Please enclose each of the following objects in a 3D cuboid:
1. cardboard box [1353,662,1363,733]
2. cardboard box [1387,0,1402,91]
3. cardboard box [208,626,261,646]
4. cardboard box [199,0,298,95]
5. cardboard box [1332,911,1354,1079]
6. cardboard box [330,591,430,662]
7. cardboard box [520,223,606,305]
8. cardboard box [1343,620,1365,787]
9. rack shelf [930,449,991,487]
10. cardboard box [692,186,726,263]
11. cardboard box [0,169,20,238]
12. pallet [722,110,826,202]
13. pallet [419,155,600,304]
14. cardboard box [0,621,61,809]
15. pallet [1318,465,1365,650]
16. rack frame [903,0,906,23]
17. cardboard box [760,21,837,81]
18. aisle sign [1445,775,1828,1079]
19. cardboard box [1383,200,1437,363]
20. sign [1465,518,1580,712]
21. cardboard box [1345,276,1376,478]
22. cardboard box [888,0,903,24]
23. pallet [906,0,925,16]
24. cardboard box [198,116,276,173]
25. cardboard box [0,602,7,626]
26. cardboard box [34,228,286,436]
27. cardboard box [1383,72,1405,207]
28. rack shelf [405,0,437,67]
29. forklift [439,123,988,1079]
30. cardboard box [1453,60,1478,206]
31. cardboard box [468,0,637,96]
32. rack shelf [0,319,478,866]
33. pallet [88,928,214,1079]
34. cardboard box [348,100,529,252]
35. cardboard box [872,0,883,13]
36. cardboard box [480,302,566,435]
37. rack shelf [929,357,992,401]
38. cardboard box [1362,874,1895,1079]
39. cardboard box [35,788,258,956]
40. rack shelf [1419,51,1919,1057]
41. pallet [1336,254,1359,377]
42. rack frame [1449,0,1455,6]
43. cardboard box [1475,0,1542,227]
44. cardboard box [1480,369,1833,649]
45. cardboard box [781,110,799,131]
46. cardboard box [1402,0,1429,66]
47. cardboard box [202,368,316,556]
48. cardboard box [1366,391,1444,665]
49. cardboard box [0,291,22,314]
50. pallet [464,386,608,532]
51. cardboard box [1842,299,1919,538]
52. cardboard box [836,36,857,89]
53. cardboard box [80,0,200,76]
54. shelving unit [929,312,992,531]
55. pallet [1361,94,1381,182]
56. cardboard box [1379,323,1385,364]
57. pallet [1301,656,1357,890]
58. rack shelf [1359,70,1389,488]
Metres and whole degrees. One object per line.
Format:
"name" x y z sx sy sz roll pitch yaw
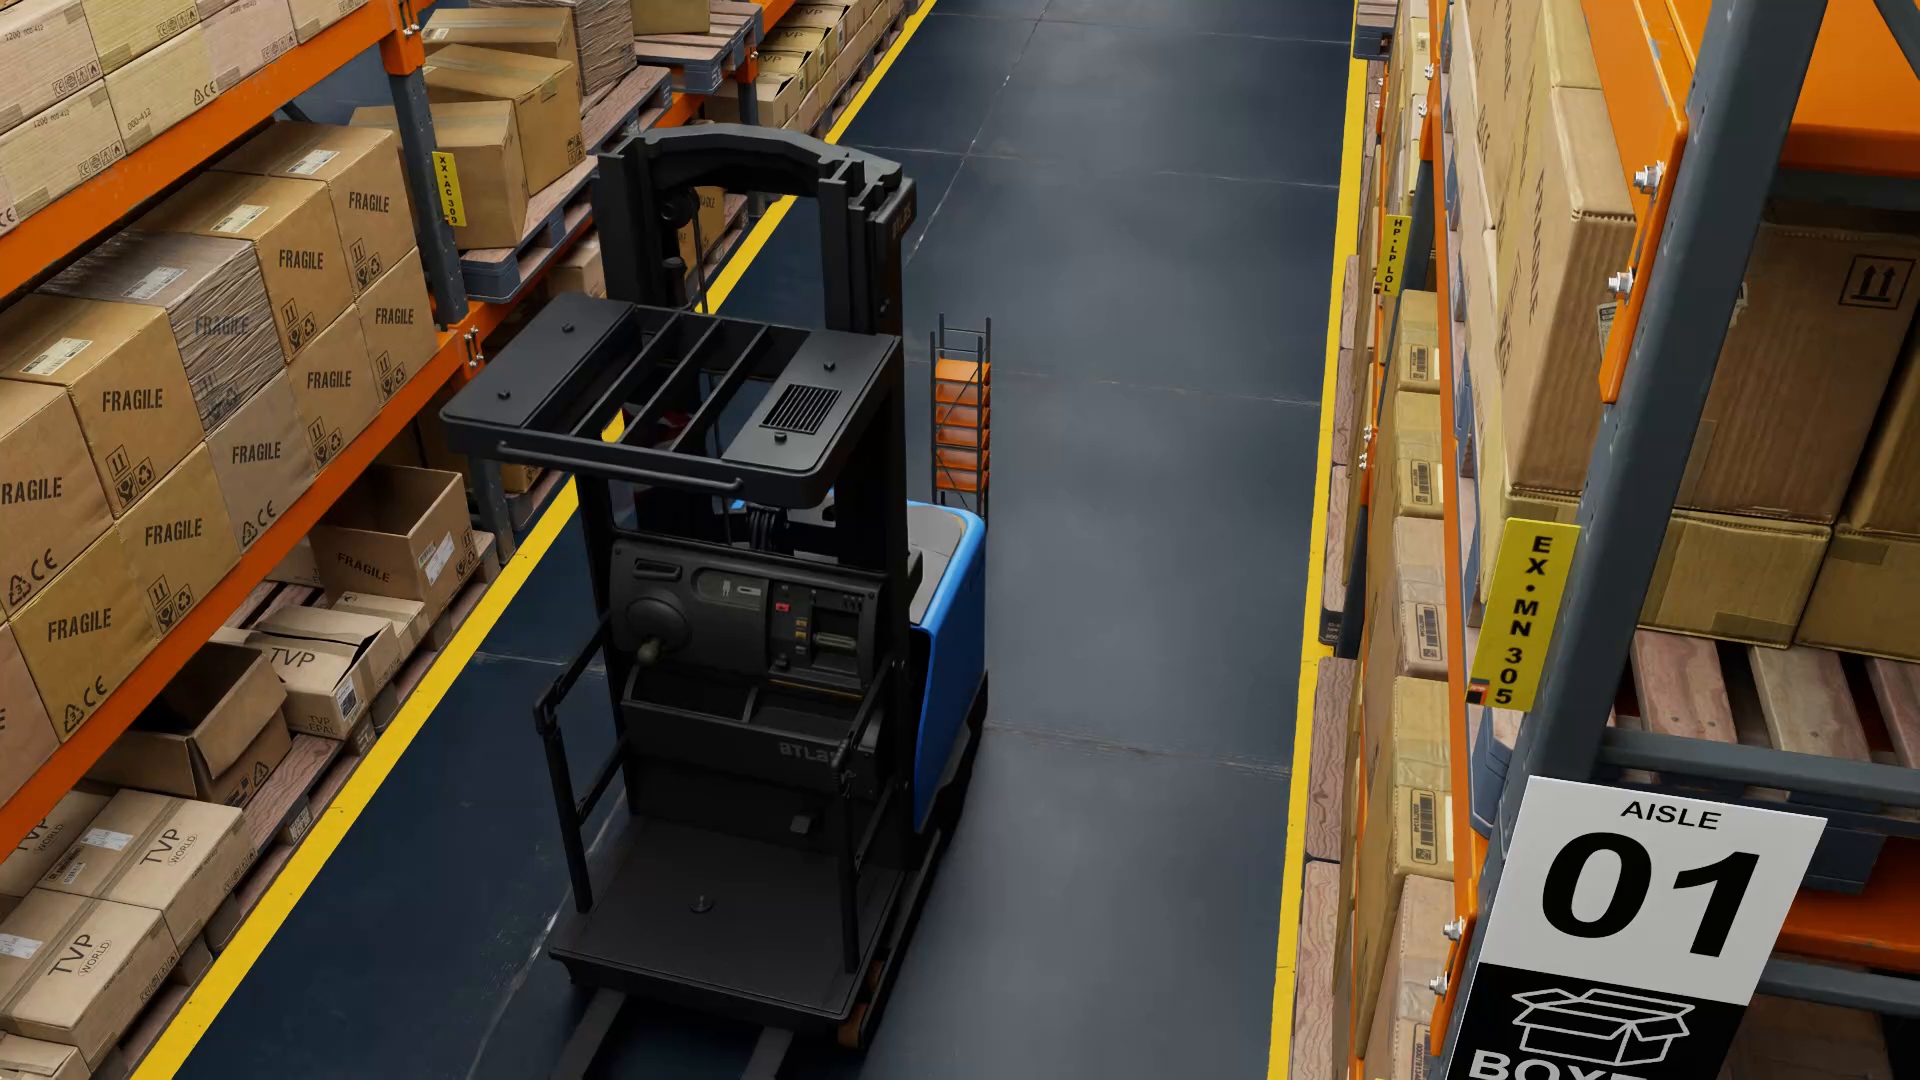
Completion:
"cardboard box" 1.648 0.602 6.083 0.380 0.149 0.250 8 37 12
"cardboard box" 2.660 -2.783 9.178 0.500 0.500 0.500 8 37 11
"cardboard box" -3.157 0.494 7.052 0.380 0.166 0.250 7 37 10
"cardboard box" -2.642 -1.742 5.670 0.500 0.250 0.500 7 37 10
"cardboard box" 1.571 1.579 5.288 0.700 0.500 0.500 6 36 8
"cardboard box" -2.547 0.375 7.231 0.380 0.149 0.250 7 37 10
"cardboard box" -2.126 -1.476 8.846 0.500 0.250 0.500 7 37 10
"cardboard box" 1.900 0.691 6.513 0.700 0.500 0.500 8 37 11
"rack shelf" 0.003 -0.361 8.006 0.258 0.103 0.180 7 37 10
"cardboard box" -1.797 -2.080 10.318 0.500 0.500 0.500 9 37 12
"cardboard box" -2.952 -0.881 4.482 0.500 0.250 0.500 7 37 10
"pallet" -1.612 -2.817 11.957 1.003 0.211 1.213 7 37 10
"pallet" -2.403 -1.553 8.000 1.003 0.211 1.213 7 37 10
"cardboard box" -3.078 0.549 4.851 0.500 0.500 0.500 7 37 10
"pallet" 2.251 0.110 7.918 1.003 0.211 1.213 7 37 10
"rack frame" -0.972 -5.772 13.658 1.000 3.000 0.127 7 37 10
"cardboard box" -1.212 -3.621 12.197 0.500 0.311 0.500 6 36 9
"aisle sign" 0.997 0.677 2.545 0.394 0.787 0.004 7 37 10
"cardboard box" 2.012 -1.032 6.763 0.500 0.500 0.500 7 36 9
"sign" 0.778 0.109 2.300 0.100 0.325 0.005 7 37 10
"cardboard box" 2.358 -0.766 8.224 0.750 0.750 0.750 8 37 11
"cardboard box" -0.777 -4.555 13.964 0.500 0.250 0.500 7 37 10
"pallet" -0.761 -5.094 15.099 1.003 0.211 1.213 7 37 10
"cardboard box" -3.056 -1.396 6.684 0.500 0.500 0.500 8 37 11
"cardboard box" -3.078 0.140 4.564 0.500 0.500 0.500 8 37 10
"cardboard box" -2.750 -0.726 5.758 0.500 0.500 0.500 8 37 10
"cardboard box" 2.328 -1.900 7.960 0.500 0.500 0.500 8 37 11
"rack shelf" -2.253 -3.256 8.243 1.077 0.370 4.000 7 37 10
"forklift" -0.771 0.327 5.301 1.130 2.935 3.031 9 37 13
"cardboard box" 1.529 -0.983 4.179 0.500 0.250 0.500 6 36 9
"cardboard box" -2.233 -2.814 9.134 0.700 0.500 0.500 14 38 19
"rack shelf" -3.108 0.252 5.959 1.077 0.370 4.000 7 37 10
"pallet" -3.349 1.736 5.676 1.003 0.211 1.213 7 37 10
"cardboard box" -2.361 -1.640 7.514 0.700 0.500 0.500 -4 36 -6
"cardboard box" -0.883 -4.489 13.395 0.500 0.311 0.500 8 37 11
"cardboard box" -2.236 -0.906 8.699 0.500 0.500 0.500 8 37 11
"rack shelf" 0.003 -0.750 7.724 0.258 0.103 0.180 7 37 10
"cardboard box" 1.404 1.311 3.630 0.980 0.700 0.700 9 37 12
"cardboard box" -2.928 1.193 6.016 0.500 0.250 0.500 7 37 10
"rack shelf" 1.732 -0.344 4.225 1.077 0.370 4.000 7 37 10
"pallet" 2.772 -1.289 9.848 1.003 0.211 1.213 7 37 10
"rack frame" 2.160 -2.996 4.716 1.000 3.000 0.127 7 37 10
"cardboard box" 1.416 -0.981 3.538 0.500 0.500 0.500 6 36 8
"cardboard box" 1.202 -0.091 2.949 0.500 0.250 0.500 8 37 11
"cardboard box" -1.428 -2.799 11.542 0.500 0.250 0.500 7 37 10
"cardboard box" 2.448 -2.510 8.162 0.500 0.250 0.500 8 37 10
"cardboard box" -2.753 -0.317 6.046 0.500 0.500 0.500 8 37 11
"cardboard box" 1.866 0.038 5.386 0.980 0.700 0.700 6 36 9
"cardboard box" -3.386 -0.510 5.460 0.500 0.500 0.500 8 37 11
"pallet" -2.544 -0.528 8.799 1.003 0.211 1.213 7 37 10
"cardboard box" 1.697 -0.330 2.639 0.500 0.500 0.500 6 36 8
"cardboard box" -1.106 -3.680 12.757 0.500 0.250 0.500 8 37 11
"cardboard box" -2.738 -1.657 5.126 0.500 0.250 0.500 7 37 10
"shelving unit" 0.003 -0.494 7.909 0.258 1.200 0.189 7 37 10
"pallet" 3.445 -2.876 12.039 1.003 0.211 1.213 7 37 10
"cardboard box" 1.986 -0.851 7.065 0.380 0.149 0.250 8 37 11
"pallet" 1.921 0.988 6.707 1.003 0.211 1.213 7 37 10
"rack shelf" 2.587 -1.423 8.270 1.077 0.370 4.000 7 37 10
